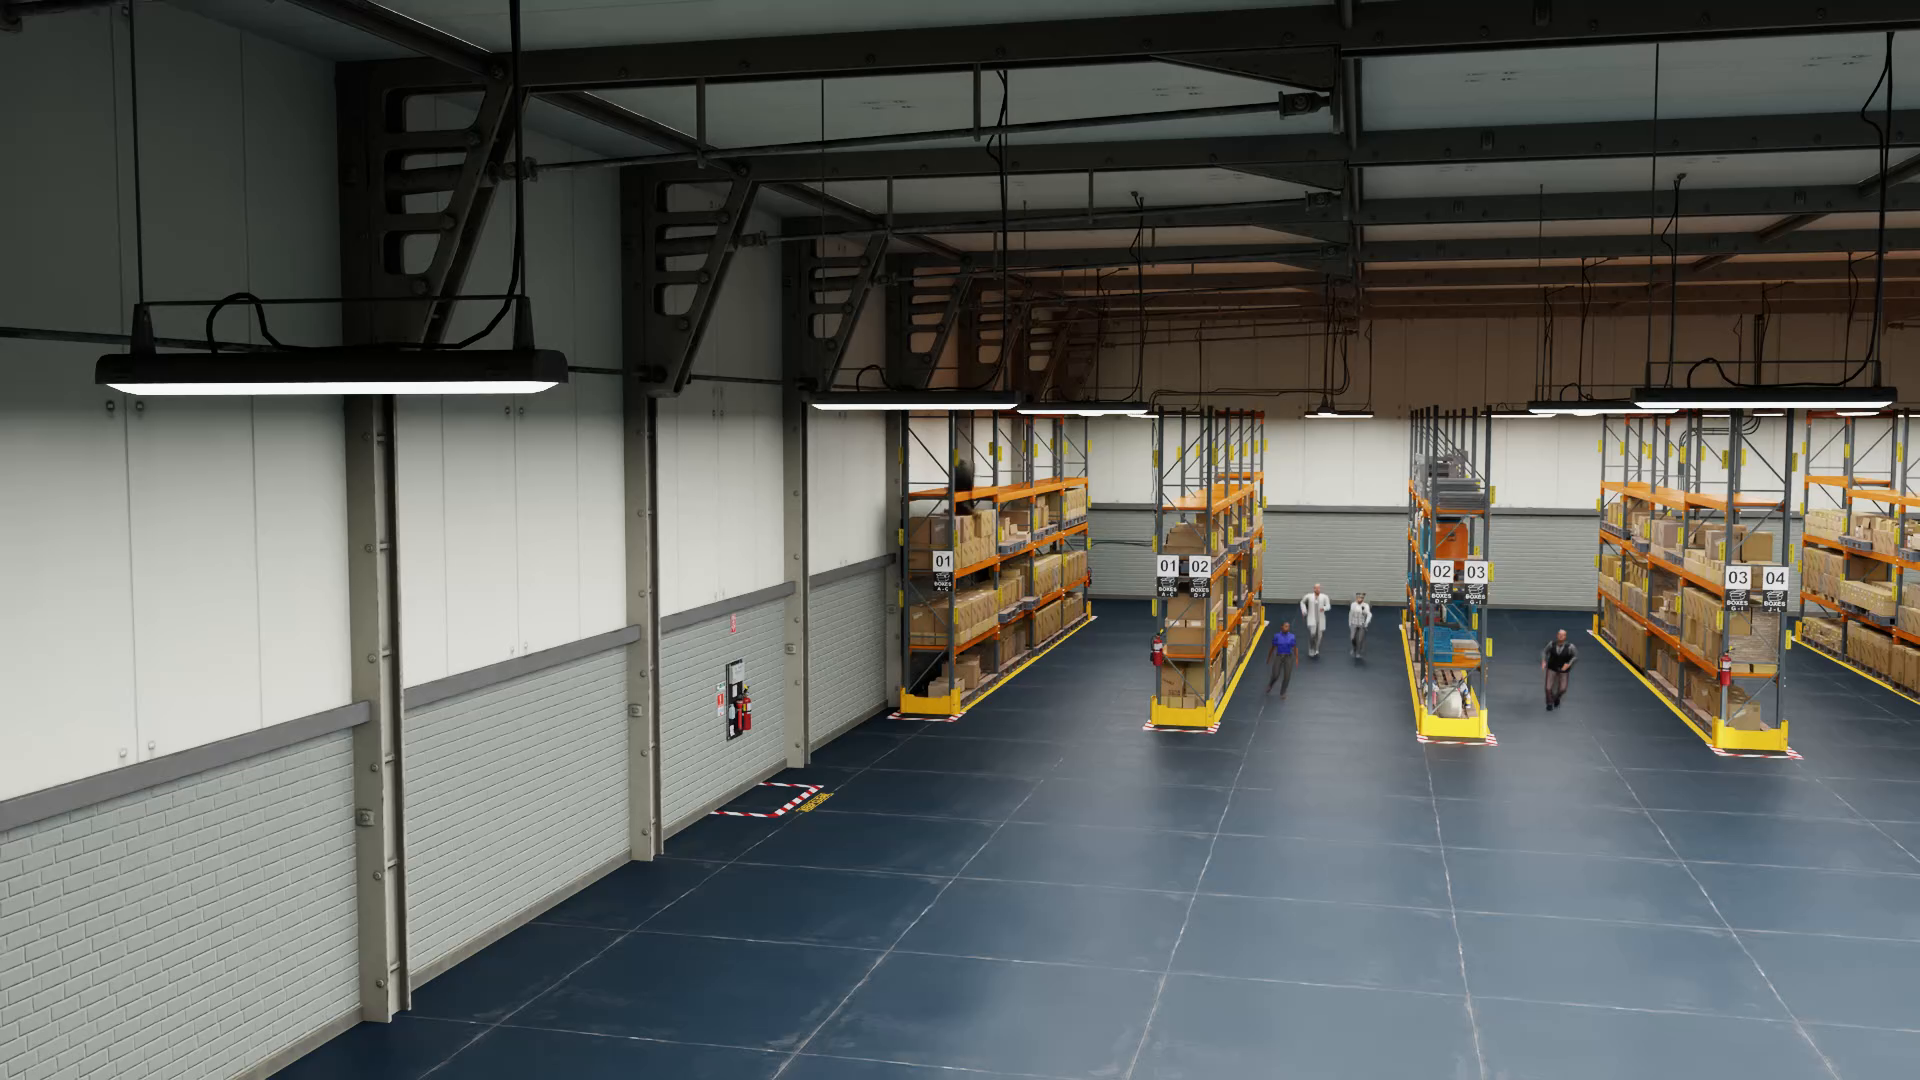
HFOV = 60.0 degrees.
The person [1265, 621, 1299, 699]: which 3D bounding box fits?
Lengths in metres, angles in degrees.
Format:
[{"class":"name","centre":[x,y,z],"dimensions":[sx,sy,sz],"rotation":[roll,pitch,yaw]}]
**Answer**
[{"class":"person","centre":[6.623,2.457,34.237],"dimensions":[0.630,1.623,0.651],"rotation":[0,4,4]}]

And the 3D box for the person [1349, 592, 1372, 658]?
[{"class":"person","centre":[9.580,2.047,39.873],"dimensions":[0.597,1.621,0.726],"rotation":[1,4,20]}]

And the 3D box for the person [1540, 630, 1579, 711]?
[{"class":"person","centre":[11.823,2.577,32.788],"dimensions":[0.720,1.629,0.523],"rotation":[1,4,18]}]

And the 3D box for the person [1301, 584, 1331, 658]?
[{"class":"person","centre":[8.633,1.951,40.289],"dimensions":[0.671,1.791,0.766],"rotation":[0,4,2]}]
